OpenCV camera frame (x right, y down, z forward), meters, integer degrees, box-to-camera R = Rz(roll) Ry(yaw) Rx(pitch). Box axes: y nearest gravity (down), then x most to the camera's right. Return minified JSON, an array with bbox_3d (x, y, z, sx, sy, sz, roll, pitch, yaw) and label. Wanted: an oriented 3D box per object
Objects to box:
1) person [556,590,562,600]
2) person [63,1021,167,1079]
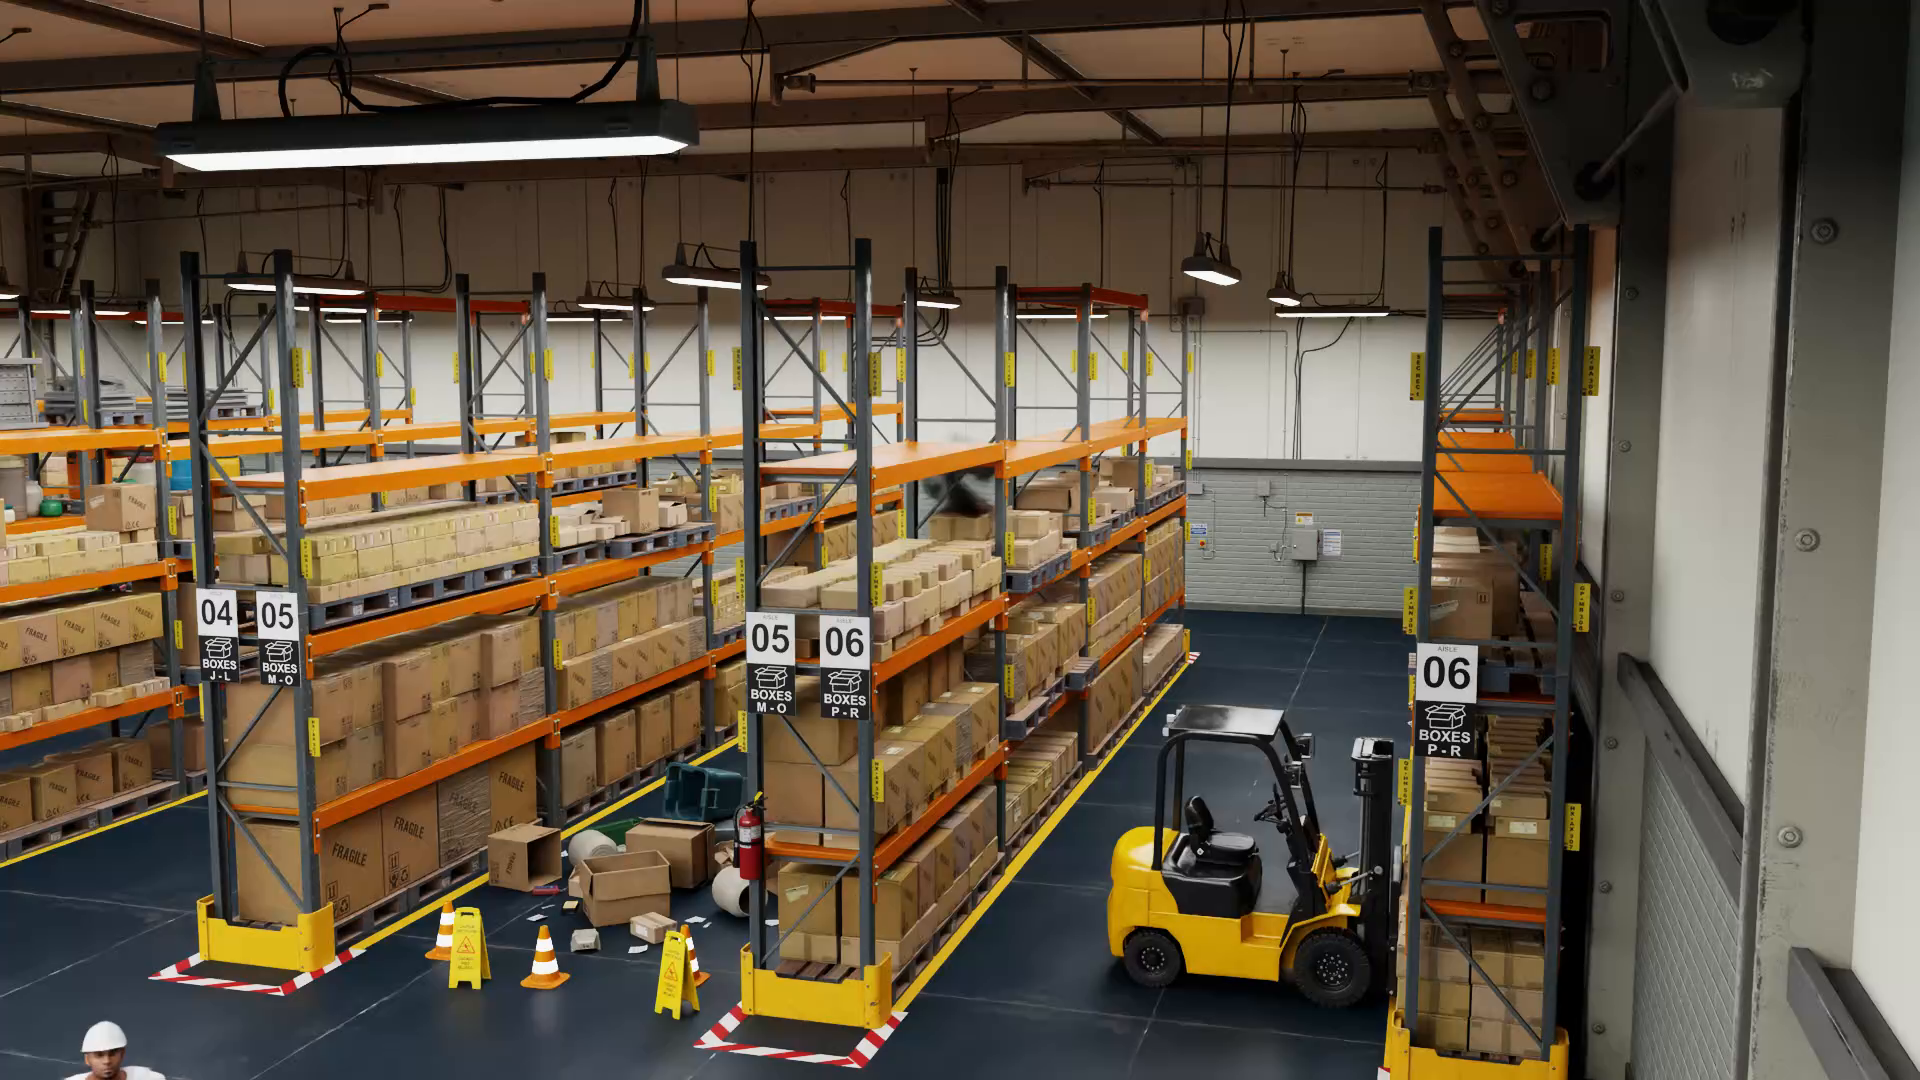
[{"bbox_3d":[-5.983,1.578,24.545,0.650,1.688,0.602,1,7,11],"label":"person"},{"bbox_3d":[-4.359,3.343,8.524,0.673,1.759,0.688,-5,8,-36],"label":"person"}]
